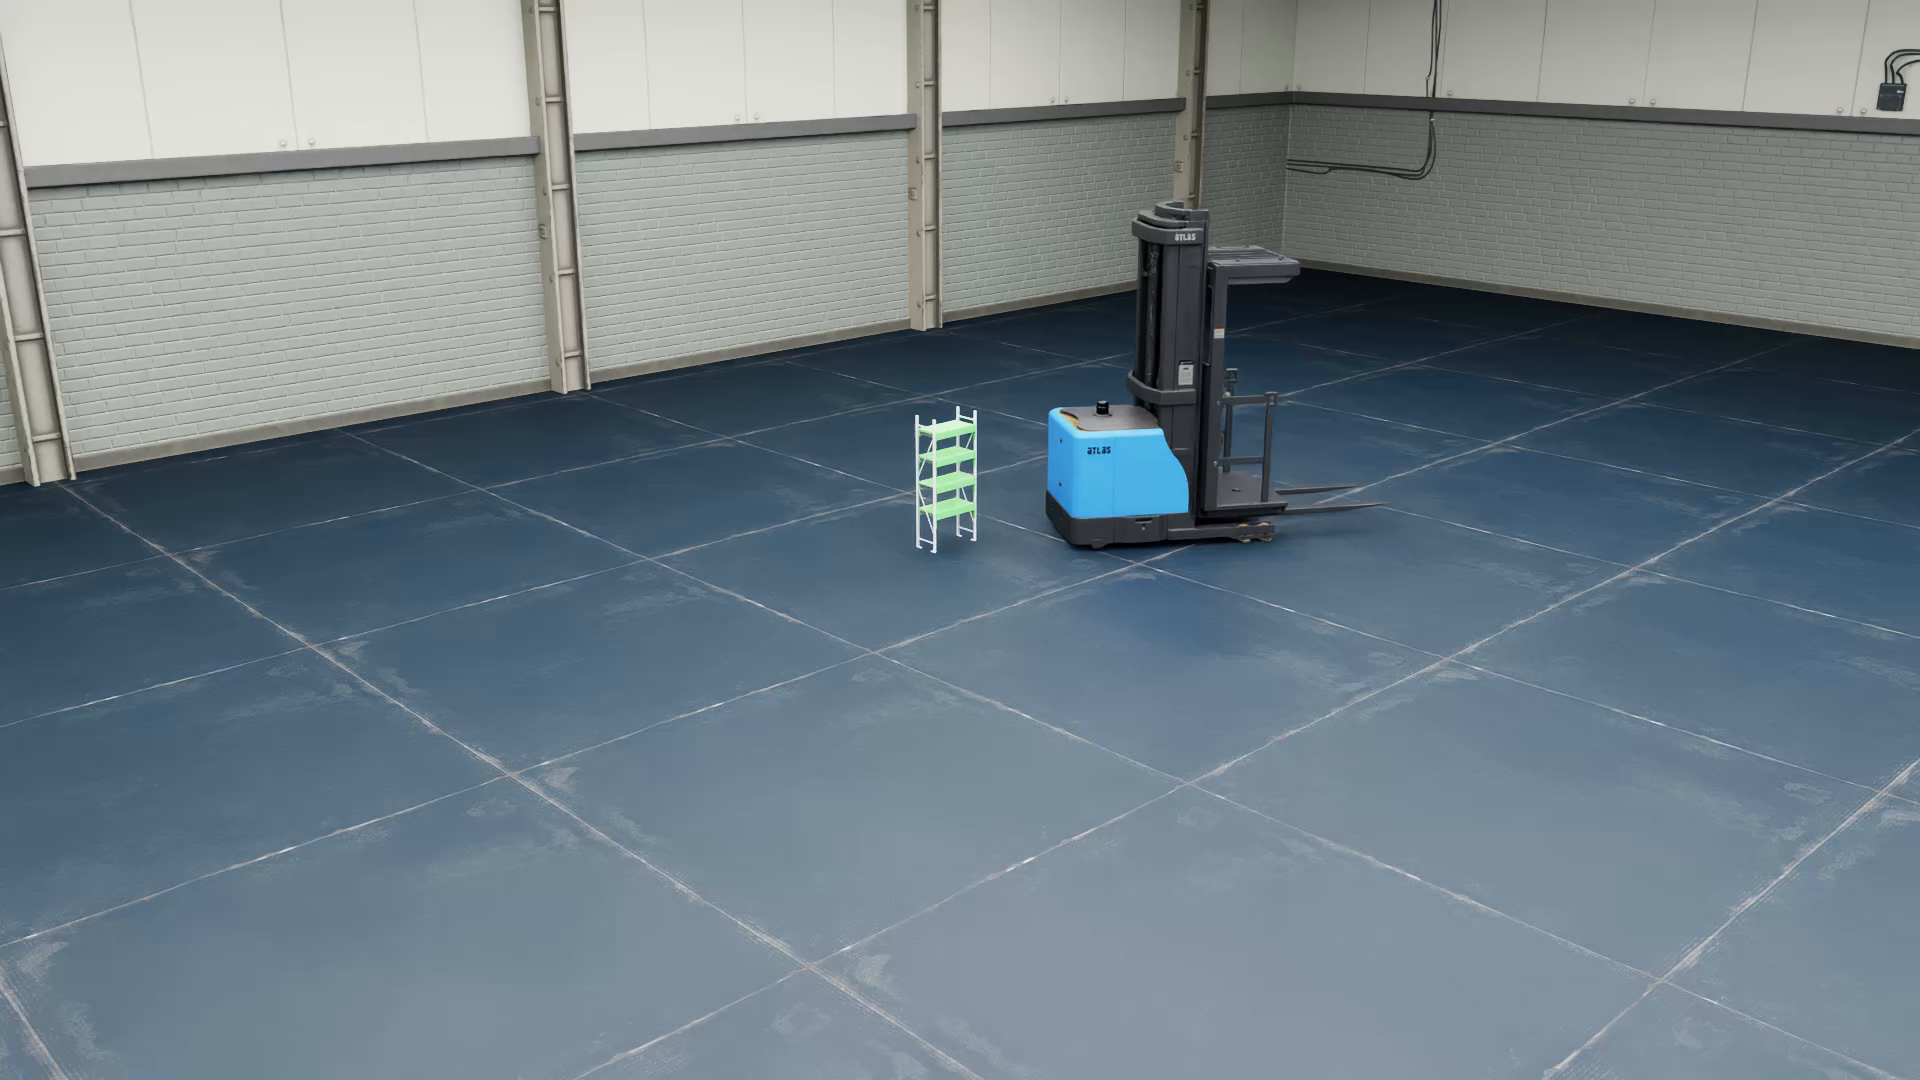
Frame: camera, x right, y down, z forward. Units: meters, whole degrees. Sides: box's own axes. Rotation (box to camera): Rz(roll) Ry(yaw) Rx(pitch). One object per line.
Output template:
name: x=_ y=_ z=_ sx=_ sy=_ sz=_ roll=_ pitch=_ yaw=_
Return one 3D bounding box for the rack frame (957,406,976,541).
rack frame: x=0.057 y=-0.587 z=14.851 sx=0.015 sy=1.200 sz=0.240 roll=-16 pitch=24 yaw=-41

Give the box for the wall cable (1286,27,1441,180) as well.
wall cable: x=6.902 y=-7.558 z=28.740 sx=0.112 sy=2.526 sz=3.097 roll=-16 pitch=24 yaw=-41

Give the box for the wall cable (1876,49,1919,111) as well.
wall cable: x=13.413 y=-8.522 z=21.165 sx=0.169 sy=6.003 sz=2.305 roll=-16 pitch=24 yaw=-41

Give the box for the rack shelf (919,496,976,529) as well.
rack shelf: x=-0.120 y=-0.247 z=14.785 sx=0.480 sy=0.148 sz=0.258 roll=-16 pitch=24 yaw=-41

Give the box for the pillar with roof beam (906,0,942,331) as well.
pillar with roof beam: x=2.451 y=-6.471 z=20.353 sx=0.400 sy=9.000 sz=9.100 roll=-16 pitch=24 yaw=-41

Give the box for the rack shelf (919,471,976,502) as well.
rack shelf: x=-0.120 y=-0.475 z=14.711 sx=0.480 sy=0.148 sz=0.258 roll=-16 pitch=24 yaw=-41

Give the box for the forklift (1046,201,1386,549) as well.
forklift: x=2.367 y=-1.527 z=14.941 sx=3.031 sy=2.935 sz=1.130 roll=-4 pitch=18 yaw=-11

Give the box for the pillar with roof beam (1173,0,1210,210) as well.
pillar with roof beam: x=6.811 y=-7.743 z=24.274 sx=0.400 sy=9.000 sz=9.100 roll=-16 pitch=24 yaw=-41

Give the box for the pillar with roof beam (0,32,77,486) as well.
pillar with roof beam: x=-6.268 y=-3.928 z=12.510 sx=0.400 sy=9.000 sz=9.100 roll=-16 pitch=24 yaw=-41

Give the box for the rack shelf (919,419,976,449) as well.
rack shelf: x=-0.120 y=-0.931 z=14.563 sx=0.480 sy=0.148 sz=0.258 roll=-16 pitch=24 yaw=-41

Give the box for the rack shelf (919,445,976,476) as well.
rack shelf: x=-0.120 y=-0.703 z=14.637 sx=0.480 sy=0.148 sz=0.258 roll=-16 pitch=24 yaw=-41

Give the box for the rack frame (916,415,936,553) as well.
rack frame: x=-0.298 y=-0.484 z=14.532 sx=0.015 sy=1.200 sz=0.240 roll=-16 pitch=24 yaw=-41

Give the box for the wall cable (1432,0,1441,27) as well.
wall cable: x=8.761 y=-9.354 z=26.091 sx=0.112 sy=2.526 sz=3.097 roll=-16 pitch=24 yaw=-41

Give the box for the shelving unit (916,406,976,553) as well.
shelving unit: x=-0.120 y=-0.536 z=14.691 sx=0.503 sy=1.200 sz=0.258 roll=-16 pitch=24 yaw=-41

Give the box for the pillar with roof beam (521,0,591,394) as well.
pillar with roof beam: x=-1.908 y=-5.200 z=16.432 sx=0.400 sy=9.000 sz=9.100 roll=-16 pitch=24 yaw=-41
